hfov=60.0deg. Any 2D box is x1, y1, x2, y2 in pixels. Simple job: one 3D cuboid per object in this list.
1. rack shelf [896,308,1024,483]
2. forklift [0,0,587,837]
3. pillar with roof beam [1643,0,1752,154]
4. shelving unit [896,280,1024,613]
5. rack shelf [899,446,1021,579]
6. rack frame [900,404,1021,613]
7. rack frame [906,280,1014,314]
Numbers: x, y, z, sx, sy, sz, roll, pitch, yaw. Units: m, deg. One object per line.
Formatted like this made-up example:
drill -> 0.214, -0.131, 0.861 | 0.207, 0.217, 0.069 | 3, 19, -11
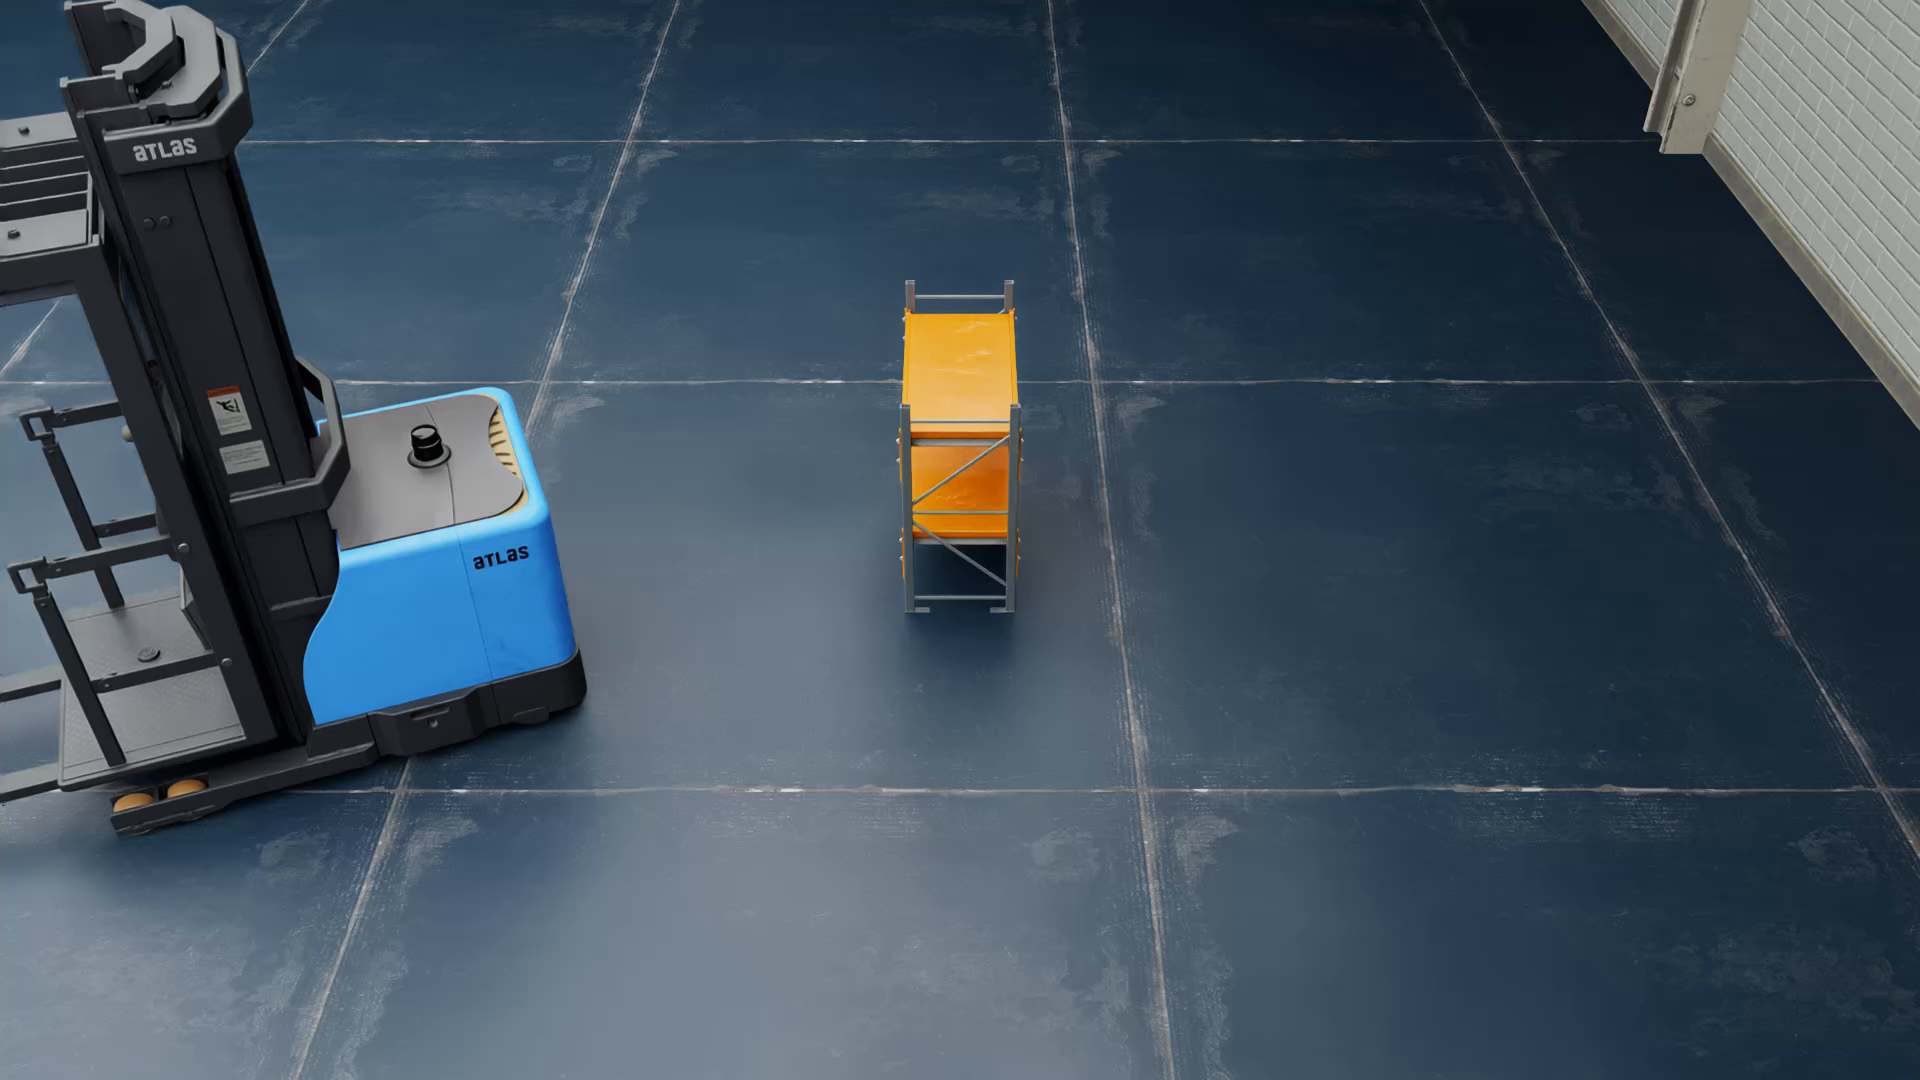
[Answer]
rack shelf -> 0.000, -0.663, 7.455 | 0.538, 0.278, 1.000 | 0, 39, 0
forklift -> -3.157, -0.360, 6.101 | 3.031, 2.935, 1.130 | -14, 41, -17
pillar with roof beam -> 0.600, -6.250, 8.599 | 9.100, 9.000, 0.400 | 0, 39, 0
shelving unit -> 0.000, -0.435, 7.638 | 0.538, 1.125, 1.048 | 0, 39, 0
rack shelf -> 0.000, -0.244, 7.791 | 0.538, 0.278, 1.000 | 0, 39, 0
rack frame -> 0.001, -0.117, 7.242 | 0.500, 1.125, 0.032 | 0, 39, 0
rack frame -> -0.001, -0.753, 8.035 | 0.500, 1.125, 0.032 | 0, 39, 0
